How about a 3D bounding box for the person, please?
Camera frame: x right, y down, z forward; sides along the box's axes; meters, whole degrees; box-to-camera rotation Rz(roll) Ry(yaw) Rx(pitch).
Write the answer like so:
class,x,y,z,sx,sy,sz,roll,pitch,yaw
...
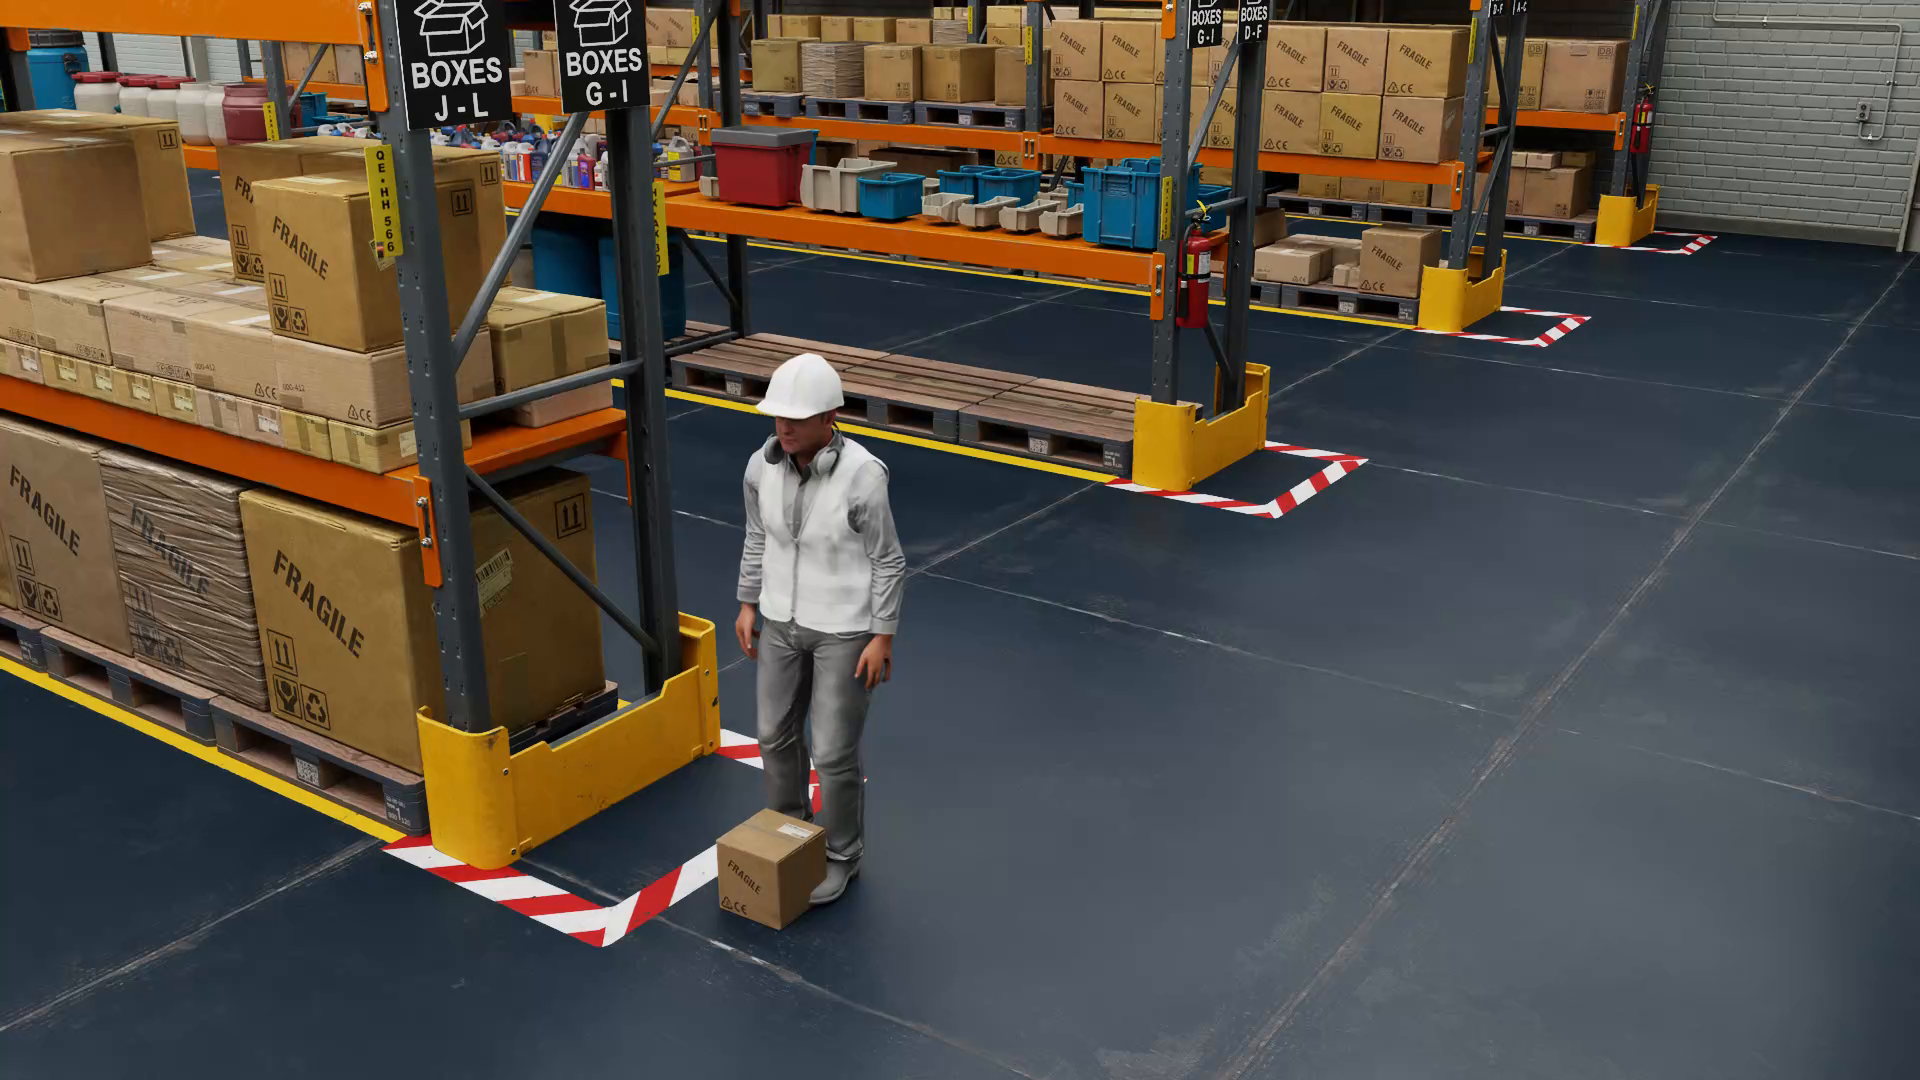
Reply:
class,x,y,z,sx,sy,sz,roll,pitch,yaw
person,-0.457,0.267,5.284,0.594,1.772,0.471,11,23,29
